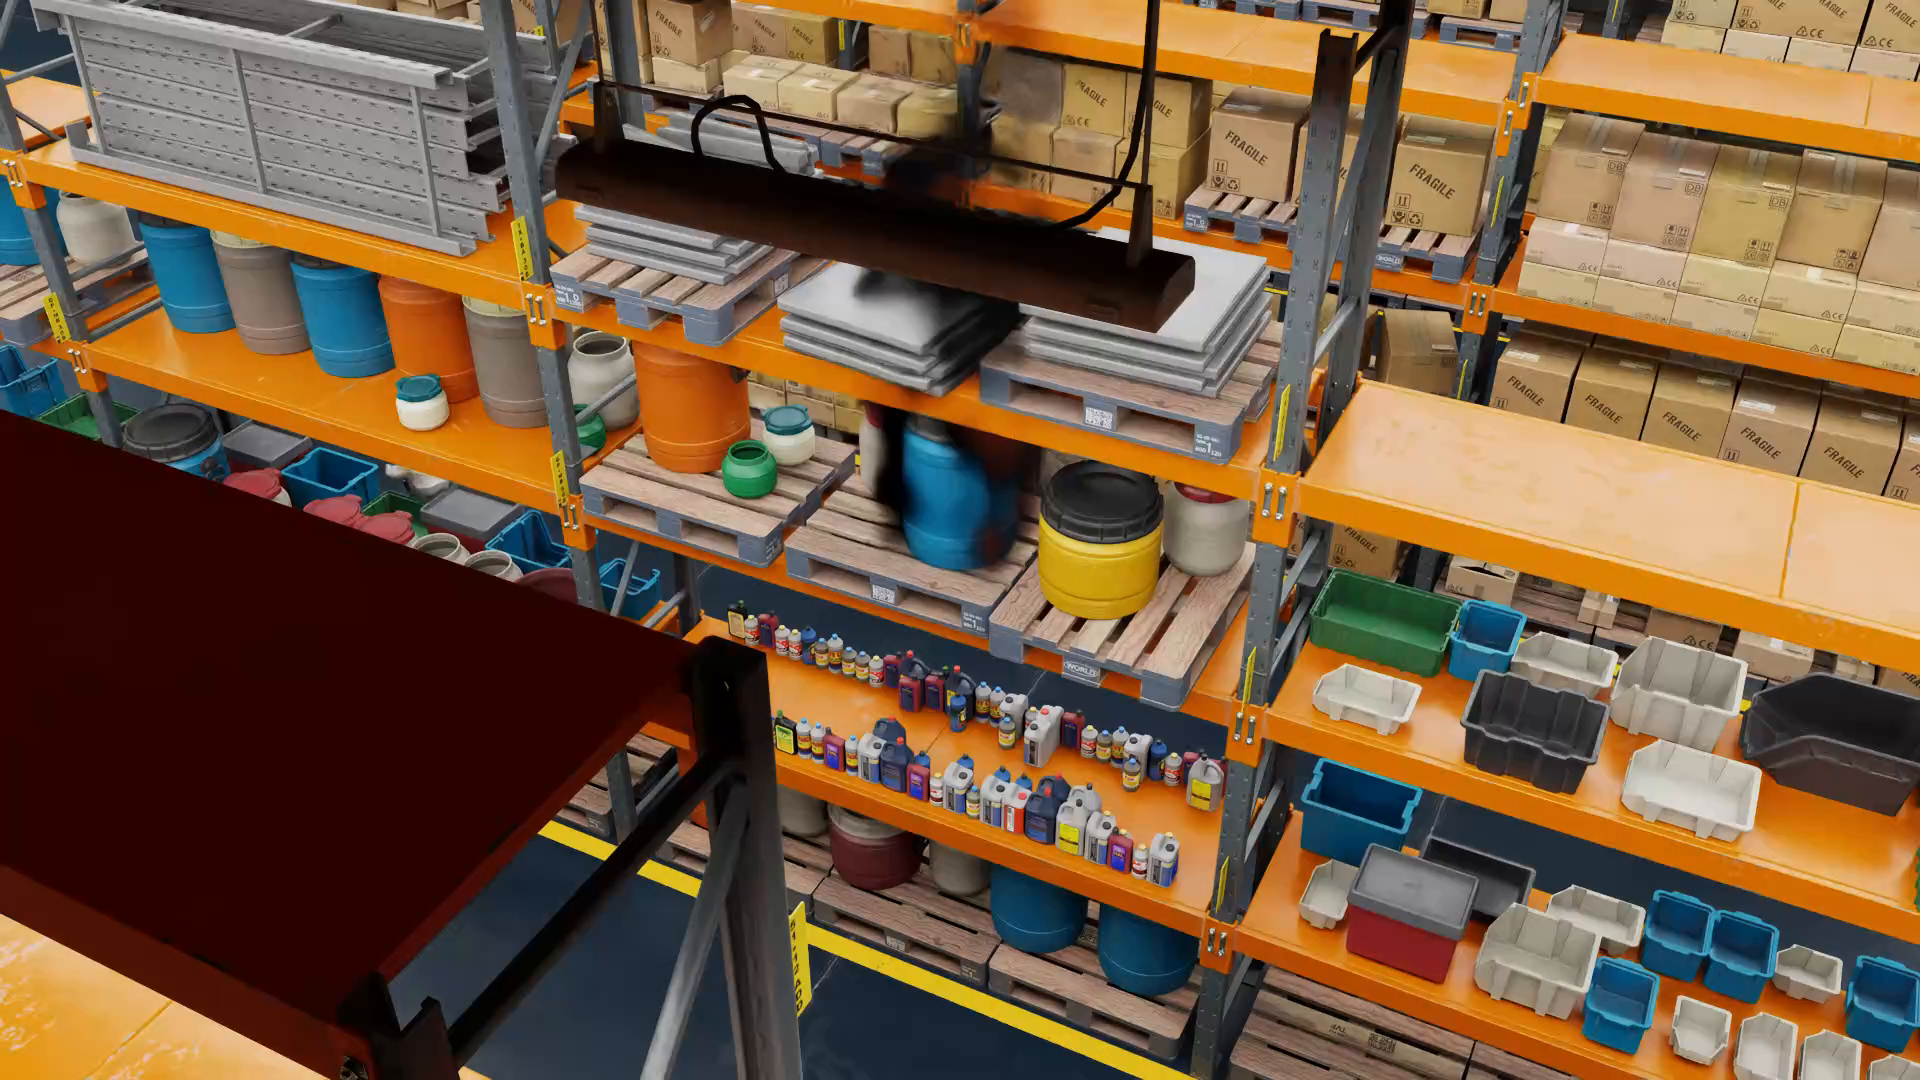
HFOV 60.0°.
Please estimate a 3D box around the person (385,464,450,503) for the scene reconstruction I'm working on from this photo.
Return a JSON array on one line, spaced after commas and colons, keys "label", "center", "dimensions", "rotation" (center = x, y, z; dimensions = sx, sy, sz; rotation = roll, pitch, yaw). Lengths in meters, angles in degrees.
[{"label": "person", "center": [-4.198, -0.455, 13.097], "dimensions": [0.588, 1.667, 0.610], "rotation": [17, 39, 23]}]
